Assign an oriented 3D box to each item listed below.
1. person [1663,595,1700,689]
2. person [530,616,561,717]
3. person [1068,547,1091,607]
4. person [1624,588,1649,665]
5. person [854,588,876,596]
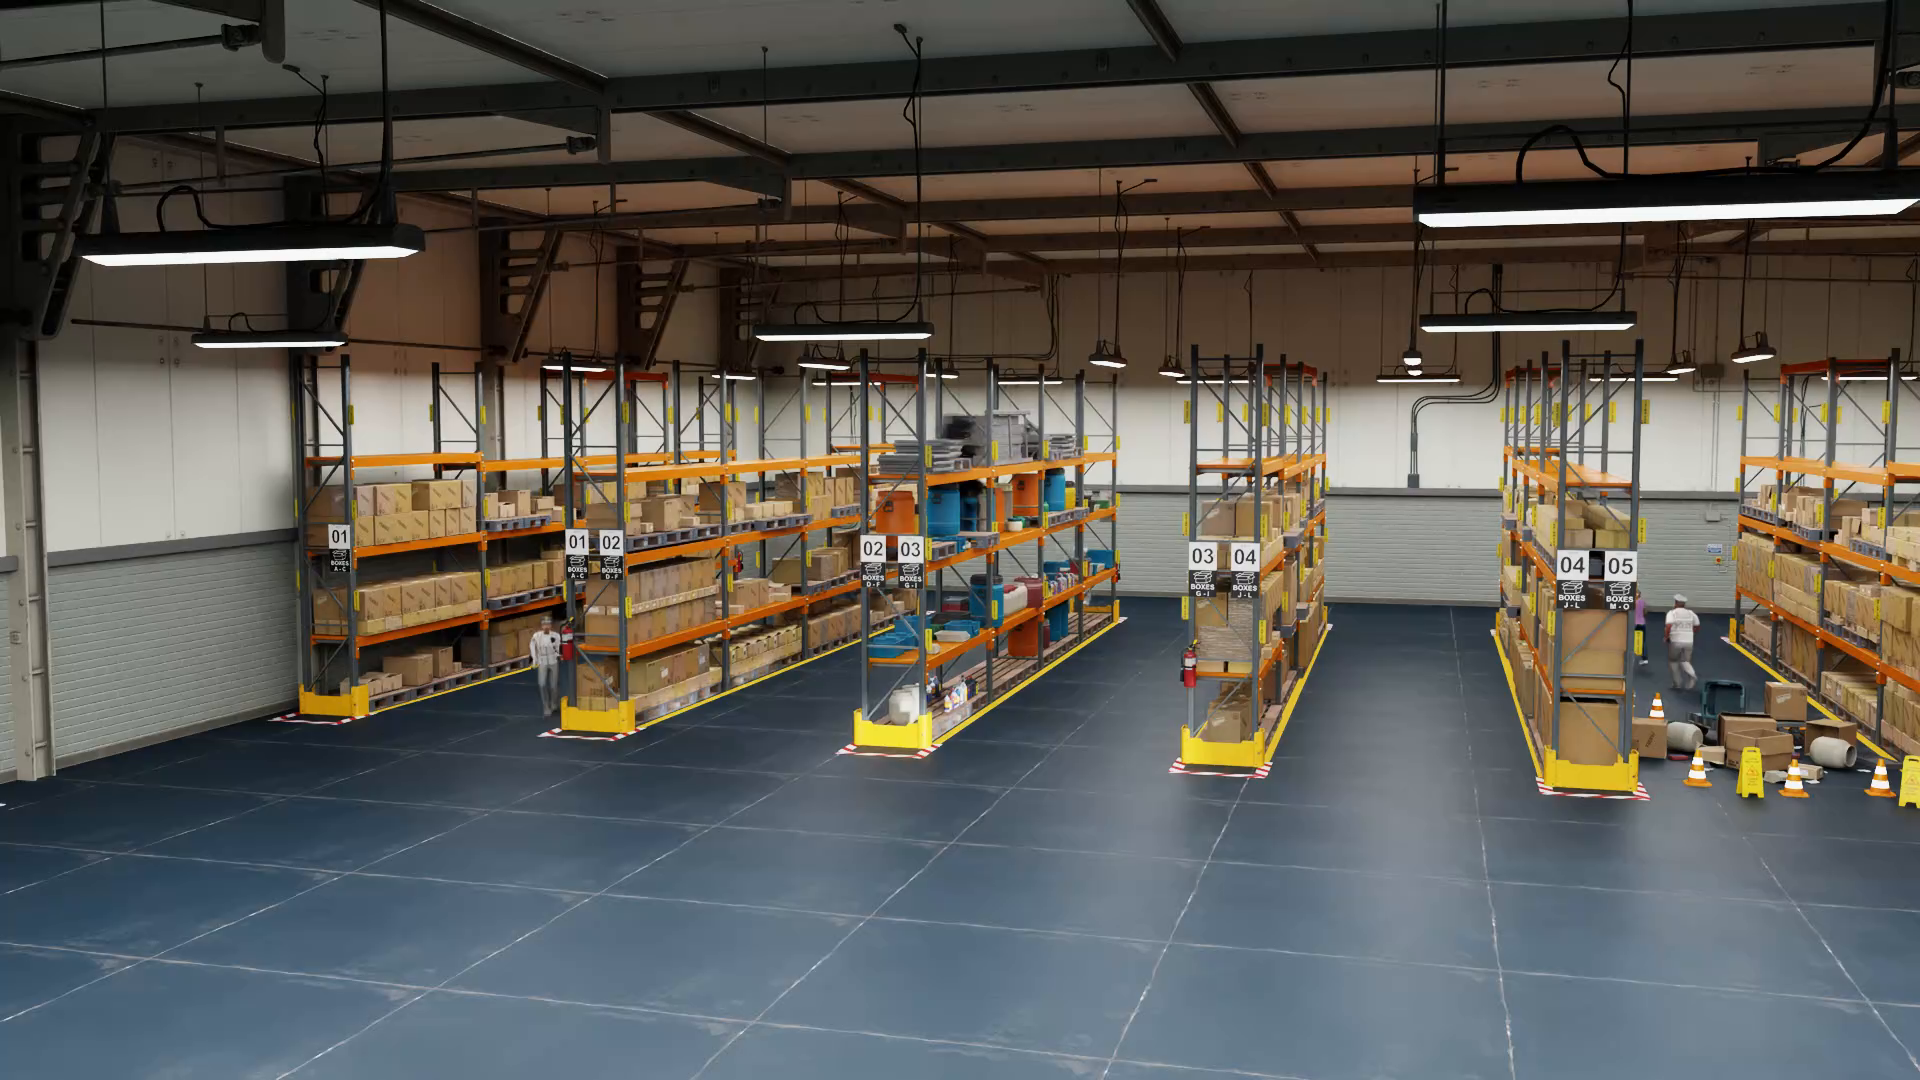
[{"bbox_3d":[13.195,1.879,30.358,0.659,1.725,0.775,0,4,4],"label":"person"},{"bbox_3d":[-6.889,2.103,27.773,0.581,1.697,0.796,-1,4,-11],"label":"person"},{"bbox_3d":[2.961,1.029,41.705,0.855,1.722,0.754,2,5,26],"label":"person"},{"bbox_3d":[13.494,1.737,33.173,0.533,1.567,0.904,0,4,1],"label":"person"},{"bbox_3d":[-2.433,0.837,43.959,0.908,1.701,0.646,2,5,24],"label":"person"}]
